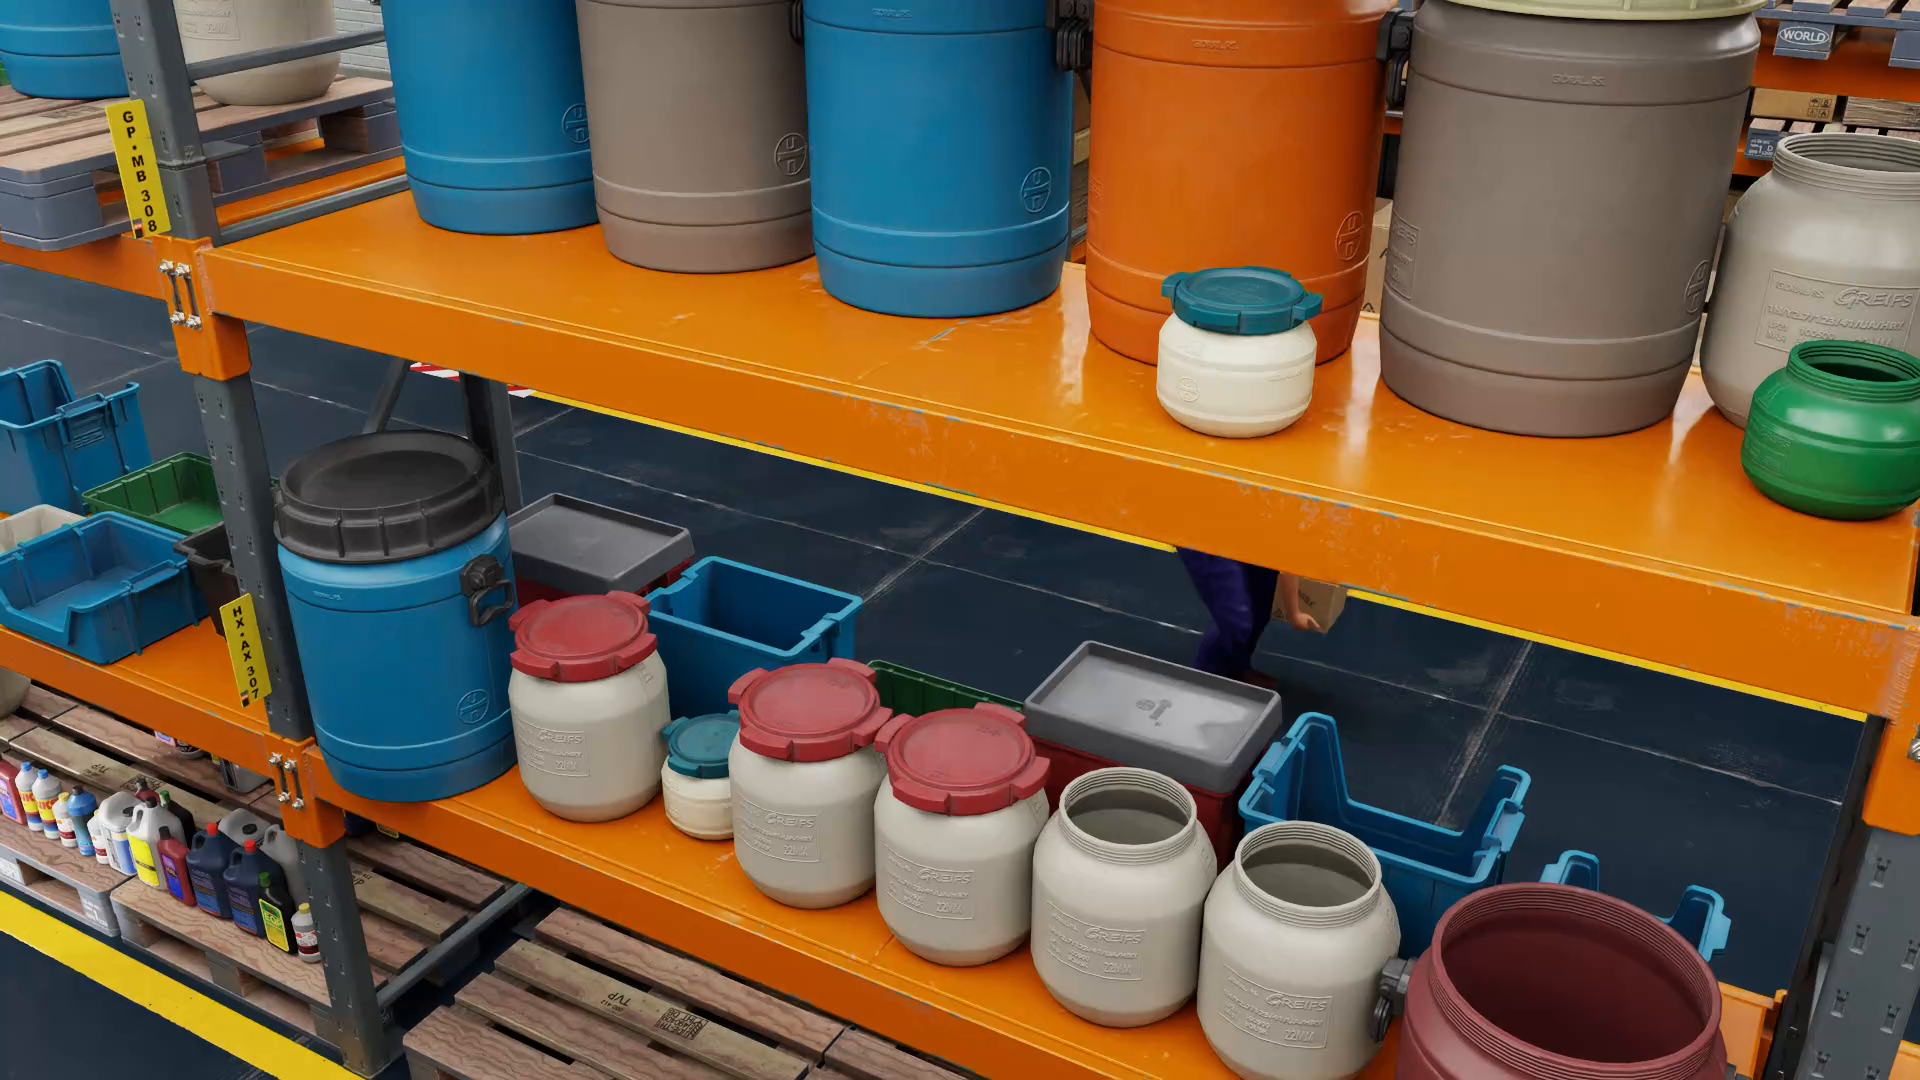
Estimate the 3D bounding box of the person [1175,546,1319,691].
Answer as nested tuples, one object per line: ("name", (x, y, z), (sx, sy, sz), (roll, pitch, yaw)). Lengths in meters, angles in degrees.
("person", (1.341, 0.145, 7.218), (0.813, 1.318, 0.456), (13, 30, 25))
